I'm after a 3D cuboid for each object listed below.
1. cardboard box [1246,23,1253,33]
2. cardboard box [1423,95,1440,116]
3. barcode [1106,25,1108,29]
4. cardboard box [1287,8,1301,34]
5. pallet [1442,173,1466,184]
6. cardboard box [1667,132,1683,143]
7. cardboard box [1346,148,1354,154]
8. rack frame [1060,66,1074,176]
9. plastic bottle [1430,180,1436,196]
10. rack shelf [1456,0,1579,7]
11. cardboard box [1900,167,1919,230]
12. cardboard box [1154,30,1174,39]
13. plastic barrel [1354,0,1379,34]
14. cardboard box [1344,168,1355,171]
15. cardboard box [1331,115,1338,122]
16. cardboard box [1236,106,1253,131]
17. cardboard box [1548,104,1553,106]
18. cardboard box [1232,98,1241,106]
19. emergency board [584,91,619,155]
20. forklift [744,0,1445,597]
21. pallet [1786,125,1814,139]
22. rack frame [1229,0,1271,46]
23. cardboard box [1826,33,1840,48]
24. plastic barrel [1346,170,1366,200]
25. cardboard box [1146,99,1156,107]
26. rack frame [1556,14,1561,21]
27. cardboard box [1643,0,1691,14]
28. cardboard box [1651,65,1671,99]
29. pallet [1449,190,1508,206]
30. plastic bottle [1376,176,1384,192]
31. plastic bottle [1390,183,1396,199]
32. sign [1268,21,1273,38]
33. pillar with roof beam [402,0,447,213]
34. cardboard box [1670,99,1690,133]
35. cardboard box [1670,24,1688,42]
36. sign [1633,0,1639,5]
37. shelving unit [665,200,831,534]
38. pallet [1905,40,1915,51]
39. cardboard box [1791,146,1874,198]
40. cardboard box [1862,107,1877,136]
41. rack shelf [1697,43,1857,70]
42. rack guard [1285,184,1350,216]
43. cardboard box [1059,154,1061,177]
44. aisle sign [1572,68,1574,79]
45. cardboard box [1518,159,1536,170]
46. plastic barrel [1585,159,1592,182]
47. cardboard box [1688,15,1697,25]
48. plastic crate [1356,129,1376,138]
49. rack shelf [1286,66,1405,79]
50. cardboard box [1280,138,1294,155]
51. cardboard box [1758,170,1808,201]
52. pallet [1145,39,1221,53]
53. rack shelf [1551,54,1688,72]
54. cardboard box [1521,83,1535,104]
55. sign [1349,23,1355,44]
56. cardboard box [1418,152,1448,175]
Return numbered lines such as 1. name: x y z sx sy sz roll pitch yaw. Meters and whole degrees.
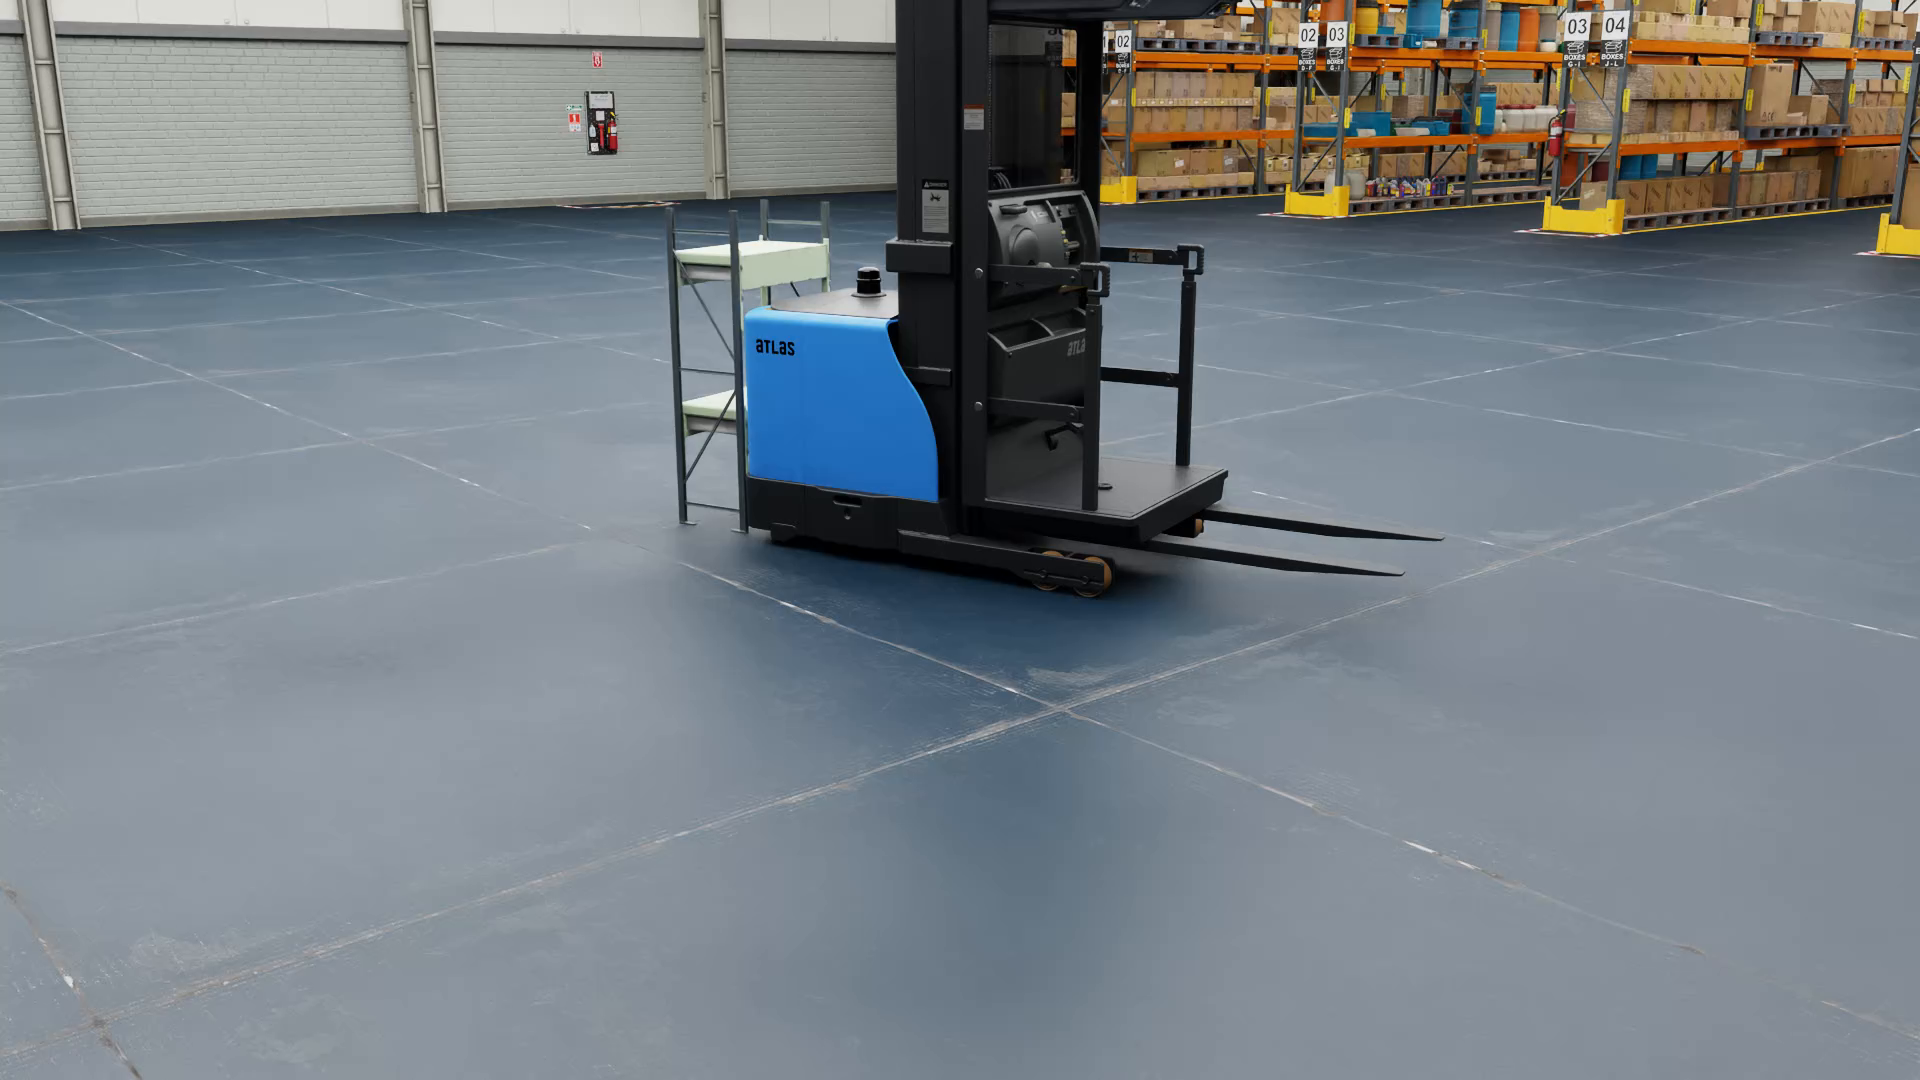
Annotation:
1. cardboard box: 7.590 -12.936 42.056 0.500 0.250 0.500 -13 20 -41
2. cardboard box: 10.709 -10.060 38.592 0.700 0.500 0.500 10 18 33
3. barcode: 2.859 -9.962 32.295 0.075 0.075 0.001 -13 19 -39
4. cardboard box: 6.872 -10.905 34.973 0.500 0.500 0.500 -10 18 -34
5. pallet: 11.412 -8.628 39.641 1.213 0.211 1.003 -13 19 -39
6. cardboard box: 11.015 -6.274 25.912 0.250 0.149 0.380 -13 19 -39
7. cardboard box: 10.148 -10.357 44.741 0.500 0.500 0.700 -12 19 -38
8. rack frame: 2.711 -9.729 38.359 0.127 3.000 1.000 -13 19 -39
9. plastic bottle: 8.678 -6.467 30.558 0.133 0.283 0.061 -11 19 -36
10. rack shelf: 13.510 -13.008 40.412 4.000 0.370 1.077 -13 19 -39
11. cardboard box: 13.096 -4.479 22.011 0.875 0.875 0.875 -13 19 -39
12. cardboard box: 3.952 -9.851 32.405 0.250 0.149 0.380 -13 19 -39
13. plastic barrel: 6.974 -9.083 28.952 0.600 0.588 0.600 0 15 0
14. cardboard box: 8.360 -8.092 36.748 0.500 0.250 0.500 -13 20 -40
15. cardboard box: 8.182 -9.286 36.873 0.500 0.311 0.500 -13 20 -40
16. cardboard box: 5.635 -8.737 34.452 0.500 0.500 0.700 -13 20 -41
17. cardboard box: 14.470 -10.629 41.535 0.500 0.500 0.500 -12 19 -39
18. cardboard box: 5.518 -8.952 34.002 0.250 0.149 0.380 -13 20 -41
19. emergency board: -6.762 -7.910 31.552 0.643 1.169 0.194 -13 19 -39
20. forklift: 0.547 -1.335 7.069 3.031 2.935 1.130 8 17 29
21. pallet: 14.017 -7.077 28.805 1.213 0.211 1.003 -13 19 -39
22. rack frame: 5.966 -11.663 33.977 0.127 3.000 1.000 -13 19 -39
23. cardboard box: 14.920 -8.675 28.893 0.500 0.250 0.500 -13 20 -40
24. plastic barrel: 7.022 -6.335 29.660 0.421 0.512 0.421 0 15 0
25. cardboard box: 3.583 -8.519 32.379 0.250 0.149 0.380 -13 20 -41
26. rack frame: 15.018 -13.696 41.587 0.127 3.000 1.000 -13 19 -39
27. cardboard box: 10.746 -8.240 25.234 0.500 0.500 0.500 -13 20 -40
28. cardboard box: 10.424 -6.957 25.274 0.500 0.500 0.500 -13 19 -39
29. pallet: 9.782 -6.593 32.025 1.213 0.211 1.003 -13 19 -39
30. plastic bottle: 7.730 -6.541 30.707 0.185 0.351 0.144 -12 19 -37
31. plastic bottle: 7.769 -6.263 29.820 0.097 0.271 0.097 0 15 0
32. sign: 6.331 -10.394 33.883 0.005 0.325 0.100 -13 19 -39
33. pillar with roof beam: -6.573 -9.365 25.374 0.400 9.000 9.100 -13 19 -39
34. cardboard box: 10.970 -6.705 26.268 0.500 0.500 0.875 -13 19 -39
35. cardboard box: 10.743 -7.738 25.384 0.500 0.250 0.500 -13 20 -40
36. sign: 9.805 -7.924 24.097 0.005 0.325 0.100 -13 19 -39
37. shelving unit: -0.998 -0.864 8.077 0.431 1.500 0.755 8 17 29
38. pallet: 17.842 -9.383 31.622 1.217 0.209 0.805 -14 20 -42
39. cardboard box: 16.018 -6.803 30.708 0.875 0.875 1.225 -14 20 -42
40. cardboard box: 16.416 -7.679 30.491 0.500 0.500 0.500 -13 20 -41
41. rack shelf: 13.975 -8.276 28.503 4.000 0.370 1.077 -13 19 -39
42. rack guard: 6.224 -5.937 29.007 0.348 0.500 1.175 -13 19 -39
43. cardboard box: 1.955 -8.550 37.937 0.500 0.500 0.500 14 21 43
44. aisle sign: 15.271 -12.006 41.846 0.004 0.787 0.394 -13 19 -39
45. cardboard box: 14.034 -9.387 41.554 0.500 0.250 0.500 -13 19 -39
46. plastic barrel: 12.957 -7.678 34.688 0.421 0.512 0.421 0 15 0
47. cardboard box: 11.158 -8.041 25.746 0.250 0.149 0.380 -14 20 -41
48. plastic crate: 7.083 -7.084 28.969 0.250 0.136 0.298 -13 19 -39
49. rack shelf: 10.255 -12.524 44.407 4.000 0.370 1.077 -13 19 -39
50. cardboard box: 8.341 -10.113 43.149 0.750 0.750 0.750 -12 19 -39
51. cardboard box: 14.581 -6.304 29.531 0.700 0.500 0.500 14 20 42
52. pallet: 4.420 -9.816 33.046 1.213 0.211 1.003 -13 19 -39
53. rack shelf: 13.741 -9.918 34.649 4.000 0.370 1.077 -13 19 -39
54. cardboard box: 13.707 -10.939 40.758 0.500 0.500 0.500 -12 19 -38
55. sign: 6.555 -8.468 27.810 0.005 0.325 0.100 -13 19 -39
56. cardboard box: 11.060 -8.819 38.943 0.500 0.500 0.500 -12 19 -39
